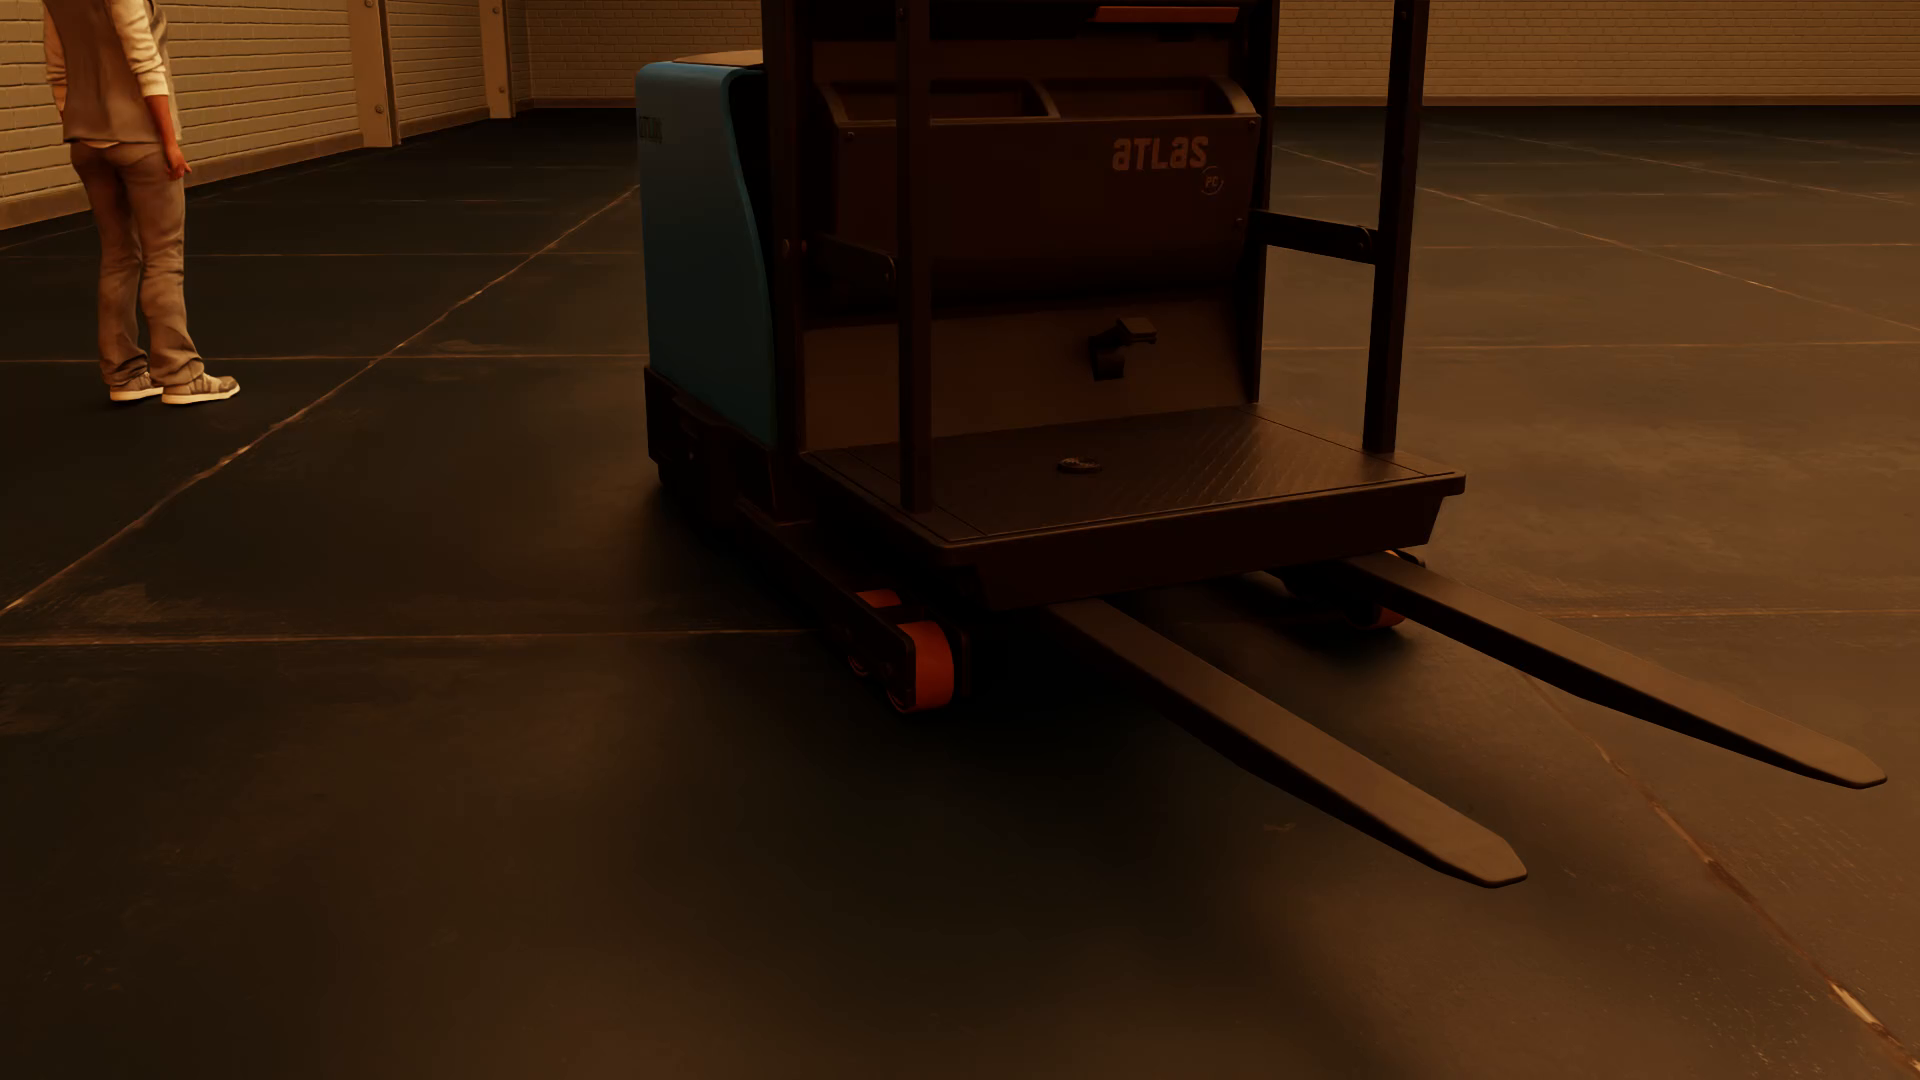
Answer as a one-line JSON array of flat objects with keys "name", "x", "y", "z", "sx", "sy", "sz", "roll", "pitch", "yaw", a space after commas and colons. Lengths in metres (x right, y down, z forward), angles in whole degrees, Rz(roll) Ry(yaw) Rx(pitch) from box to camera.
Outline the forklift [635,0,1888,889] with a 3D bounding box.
[{"name": "forklift", "x": 0.258, "y": -1.240, "z": 2.962, "sx": 1.130, "sy": 2.935, "sz": 3.031, "roll": -8, "pitch": 19, "yaw": -24}]

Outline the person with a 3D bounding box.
[{"name": "person", "x": -2.586, "y": -1.222, "z": 5.179, "sx": 0.437, "sy": 1.603, "sz": 0.325, "roll": 7, "pitch": 18, "yaw": 20}]
